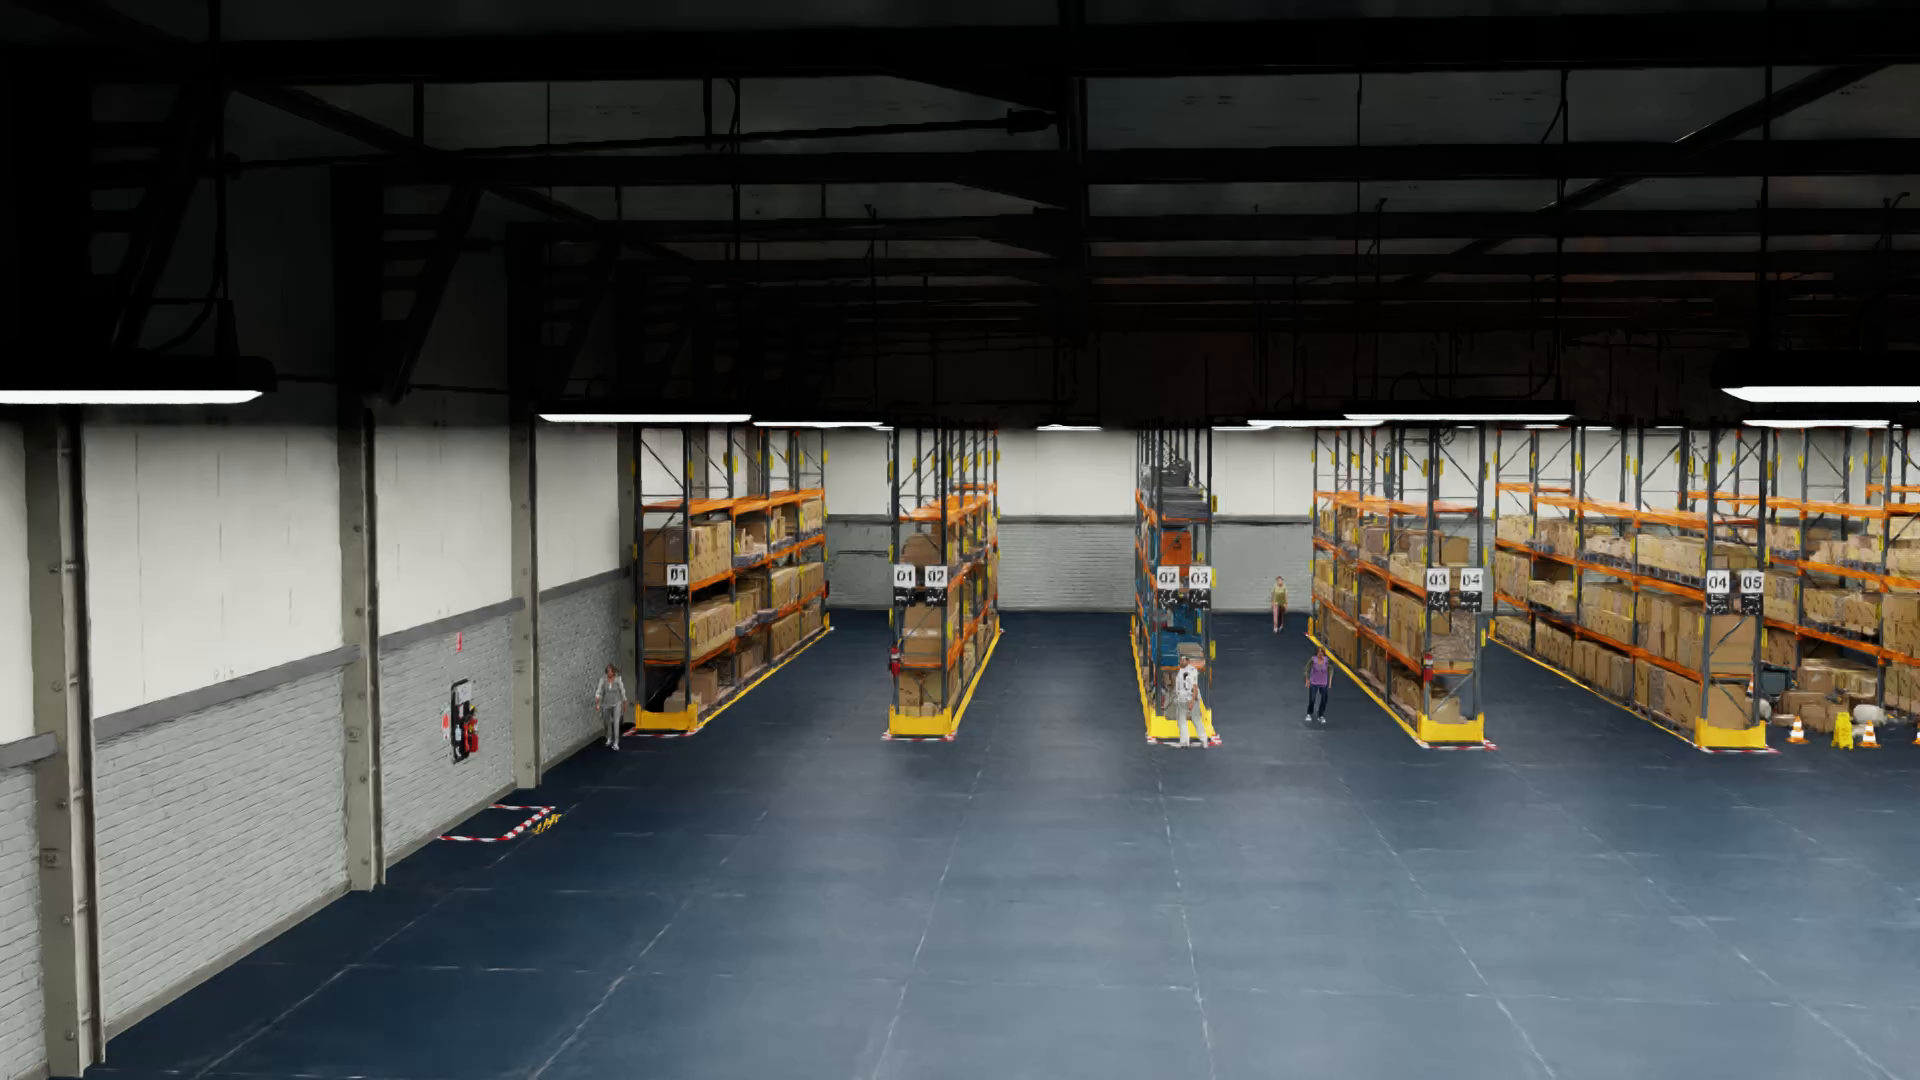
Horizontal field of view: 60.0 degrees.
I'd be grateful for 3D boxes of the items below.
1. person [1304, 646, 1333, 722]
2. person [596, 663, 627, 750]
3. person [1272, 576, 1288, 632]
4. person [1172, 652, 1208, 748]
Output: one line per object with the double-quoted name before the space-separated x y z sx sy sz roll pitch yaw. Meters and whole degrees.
"person" 7.043 2.823 32.705 0.566 1.541 0.519 0 4 2
"person" -6.293 2.980 30.094 0.544 1.562 0.614 0 4 -4
"person" 9.122 1.810 47.418 0.449 1.587 1.099 0 4 7
"person" 4.174 2.888 30.084 0.635 1.738 0.587 -2 4 -30
